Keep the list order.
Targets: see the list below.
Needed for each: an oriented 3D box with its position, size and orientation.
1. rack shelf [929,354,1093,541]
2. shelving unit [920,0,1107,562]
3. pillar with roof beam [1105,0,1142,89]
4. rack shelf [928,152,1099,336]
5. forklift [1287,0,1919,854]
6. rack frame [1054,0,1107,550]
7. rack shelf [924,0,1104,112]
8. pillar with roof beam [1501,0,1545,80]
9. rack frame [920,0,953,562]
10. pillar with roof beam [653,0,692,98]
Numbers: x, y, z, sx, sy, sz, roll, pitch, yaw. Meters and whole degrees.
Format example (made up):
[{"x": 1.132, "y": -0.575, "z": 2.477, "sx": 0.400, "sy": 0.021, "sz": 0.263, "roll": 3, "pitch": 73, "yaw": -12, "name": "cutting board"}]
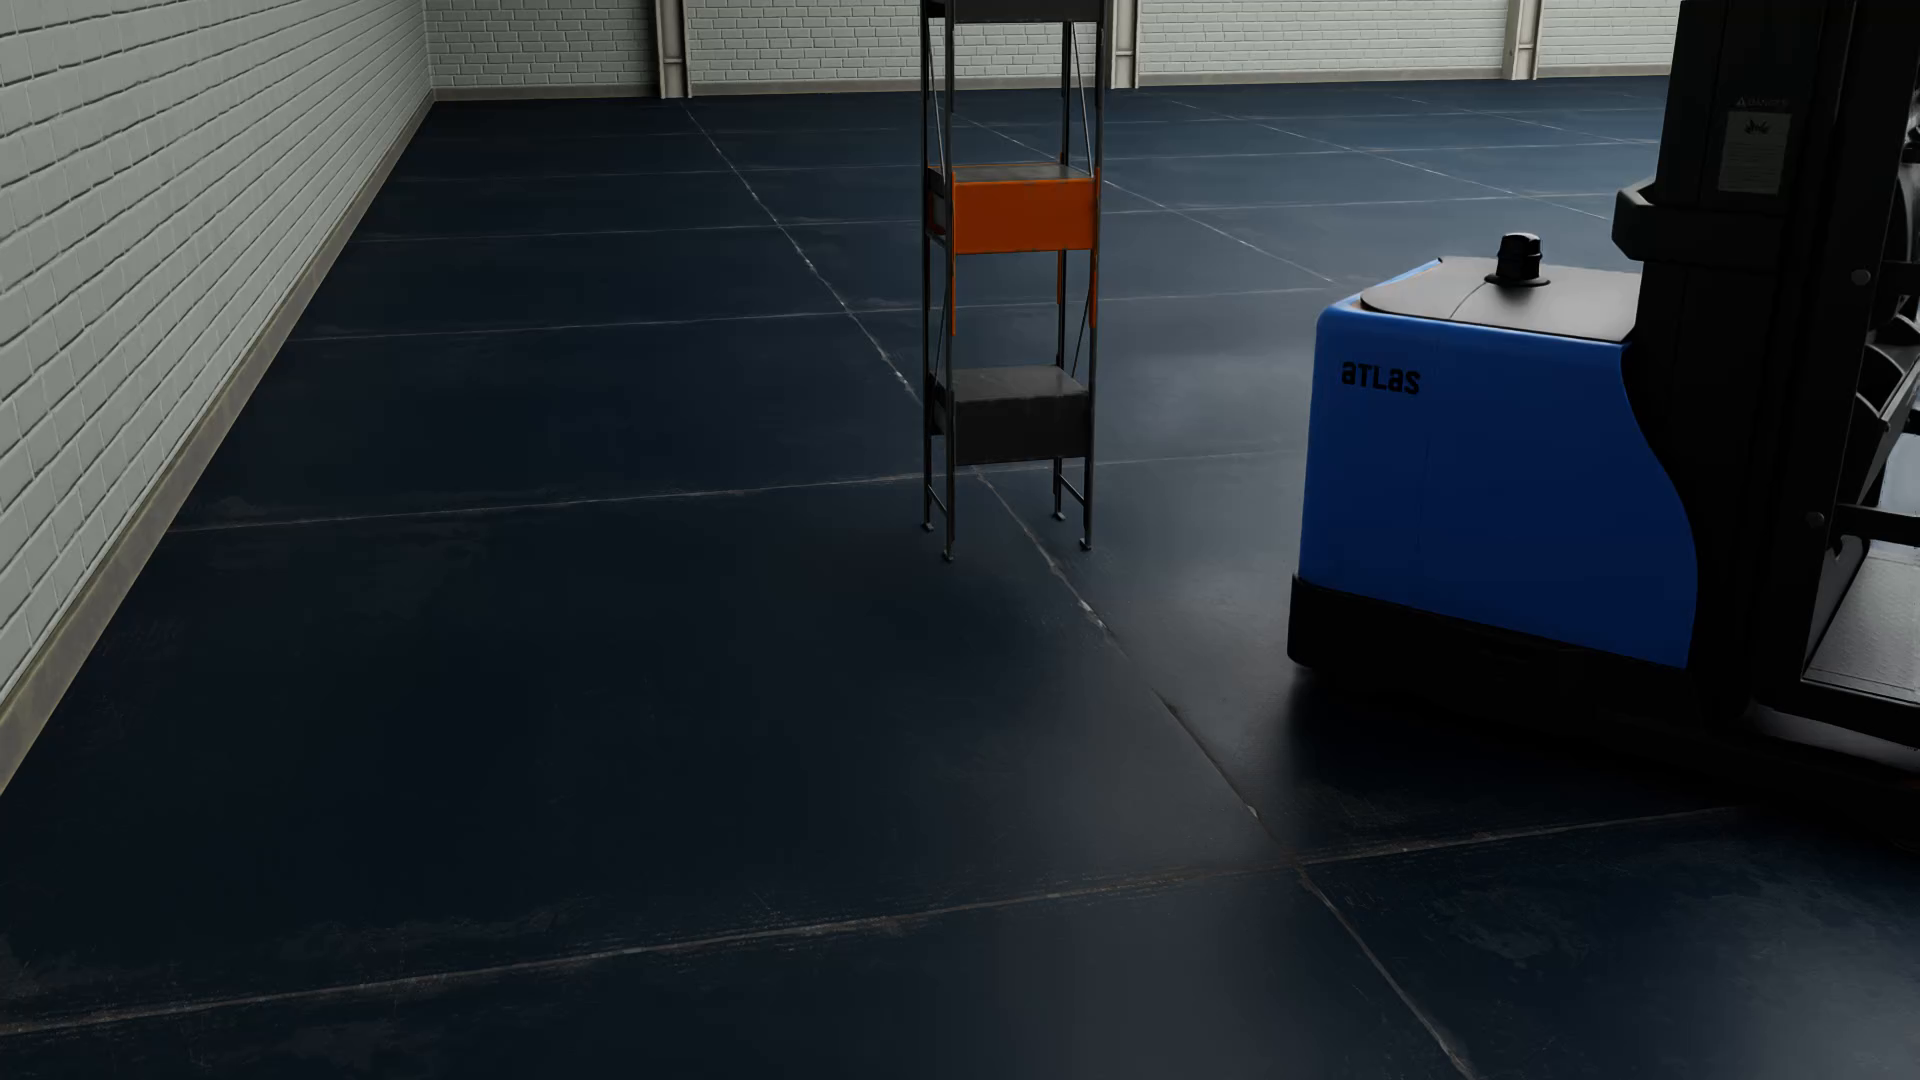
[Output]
[{"x": 0.161, "y": -0.329, "z": 5.735, "sx": 0.480, "sy": 0.518, "sz": 0.431, "roll": -5, "pitch": 21, "yaw": -12, "name": "rack shelf"}, {"x": 0.161, "y": -0.999, "z": 5.489, "sx": 0.503, "sy": 2.100, "sz": 0.431, "roll": -5, "pitch": 21, "yaw": -12, "name": "shelving unit"}, {"x": 3.182, "y": -8.941, "z": 17.140, "sx": 0.400, "sy": 9.000, "sz": 9.100, "roll": -5, "pitch": 21, "yaw": -12, "name": "pillar with roof beam"}, {"x": 0.161, "y": -0.986, "z": 5.494, "sx": 0.480, "sy": 0.518, "sz": 0.431, "roll": -5, "pitch": 21, "yaw": -12, "name": "rack shelf"}, {"x": 2.430, "y": -0.823, "z": 3.800, "sx": 3.031, "sy": 2.935, "sz": 1.130, "roll": 13, "pitch": 24, "yaw": 32, "name": "forklift"}, {"x": 0.399, "y": -1.018, "z": 5.542, "sx": 0.015, "sy": 2.100, "sz": 0.400, "roll": -5, "pitch": 21, "yaw": -12, "name": "rack frame"}, {"x": 0.161, "y": -1.644, "z": 5.253, "sx": 0.480, "sy": 0.518, "sz": 0.431, "roll": -5, "pitch": 21, "yaw": -12, "name": "rack shelf"}, {"x": 9.021, "y": -9.416, "z": 18.437, "sx": 0.400, "sy": 9.000, "sz": 9.100, "roll": -5, "pitch": 21, "yaw": -12, "name": "pillar with roof beam"}, {"x": -0.076, "y": -0.980, "z": 5.436, "sx": 0.015, "sy": 2.100, "sz": 0.400, "roll": -5, "pitch": 21, "yaw": -12, "name": "rack frame"}, {"x": -2.657, "y": -8.466, "z": 15.844, "sx": 0.400, "sy": 9.000, "sz": 9.100, "roll": -5, "pitch": 21, "yaw": -12, "name": "pillar with roof beam"}]
